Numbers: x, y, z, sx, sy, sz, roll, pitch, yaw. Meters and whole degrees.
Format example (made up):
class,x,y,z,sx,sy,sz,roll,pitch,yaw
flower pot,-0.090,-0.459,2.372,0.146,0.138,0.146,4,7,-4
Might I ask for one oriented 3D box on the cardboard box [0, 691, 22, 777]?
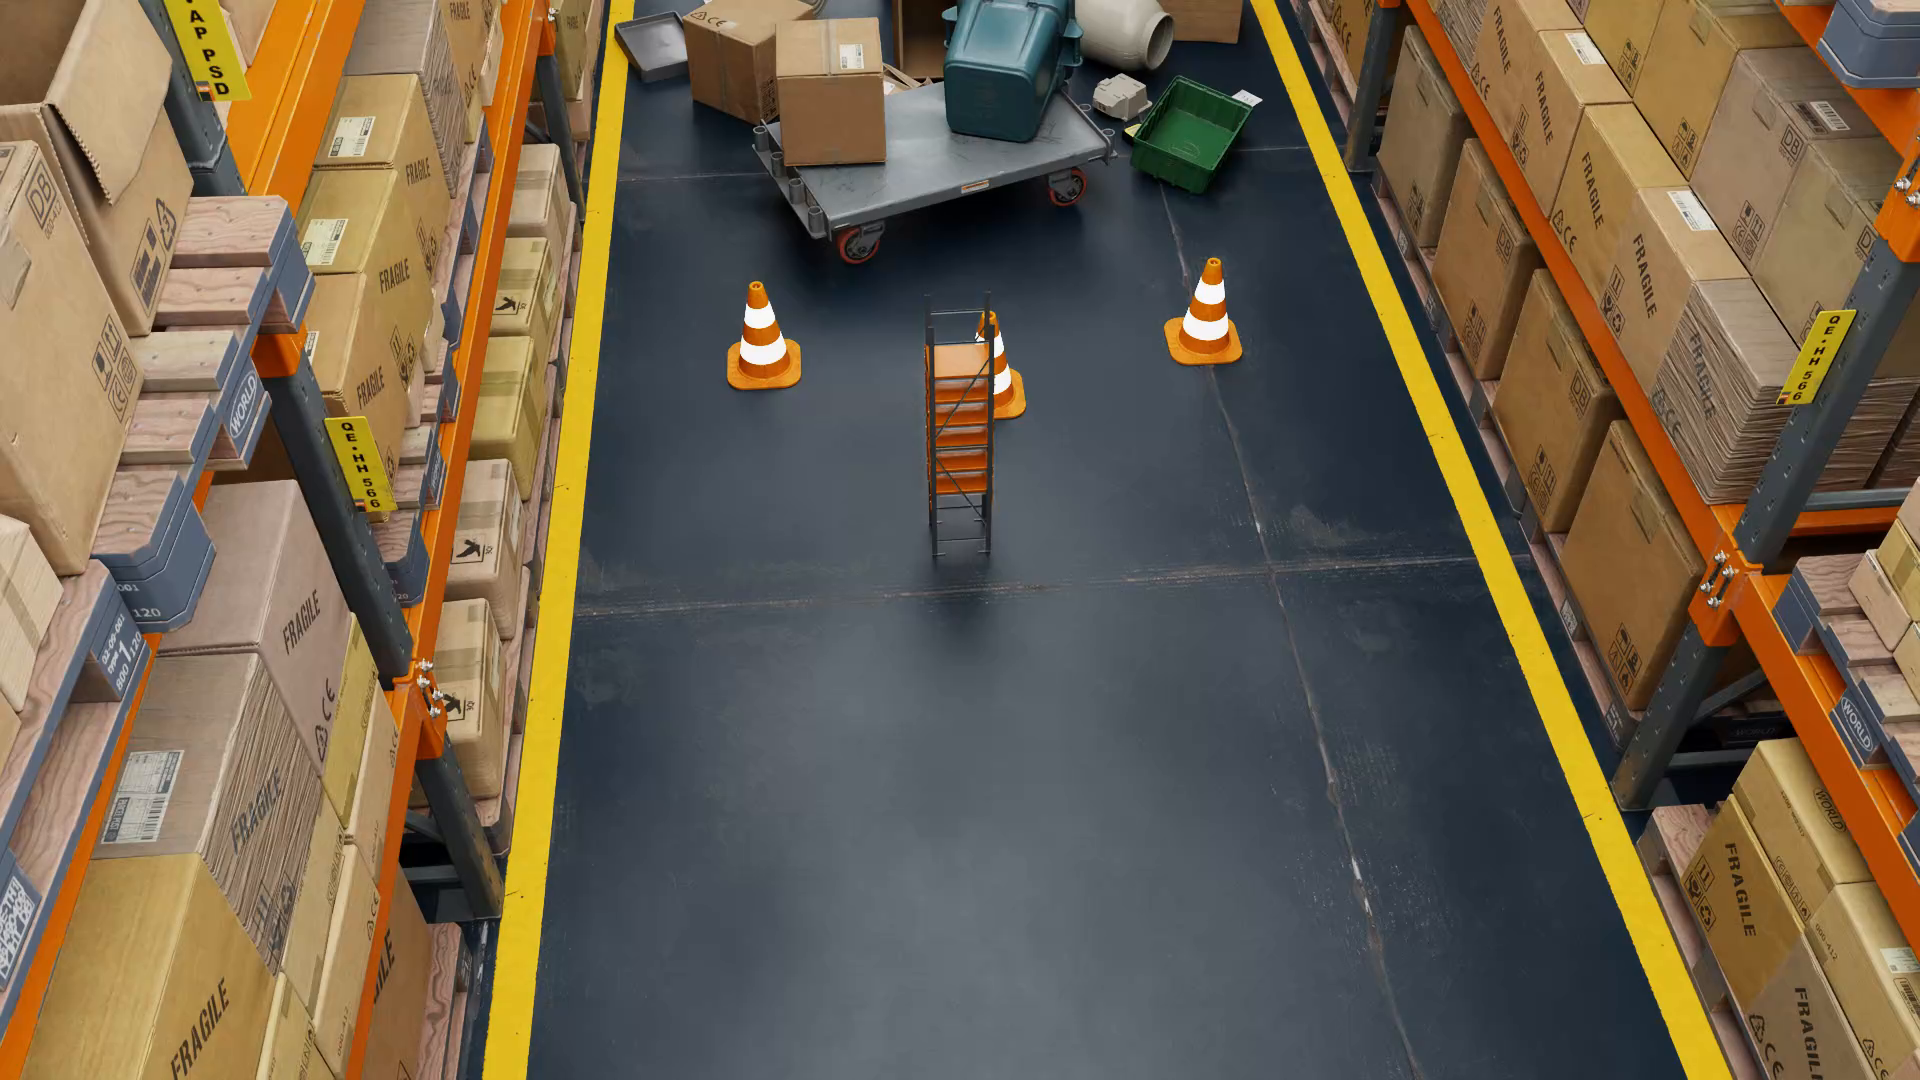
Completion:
class,x,y,z,sx,sy,sz,roll,pitch,yaw
cardboard box,-1.627,0.294,2.118,0.500,0.500,0.500,-3,47,-3

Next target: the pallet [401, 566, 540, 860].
class,x,y,z,sx,sy,sz,roll,pitch,yaw
pallet,-2.128,0.640,6.135,1.003,0.211,1.213,-3,47,-3

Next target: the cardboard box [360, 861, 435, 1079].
class,x,y,z,sx,sy,sz,roll,pitch,yaw
cardboard box,-2.089,1.338,4.728,0.875,0.875,0.875,-4,47,-4

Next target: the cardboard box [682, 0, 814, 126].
class,x,y,z,sx,sy,sz,roll,pitch,yaw
cardboard box,-1.132,-2.647,9.047,0.500,0.500,0.500,27,52,23

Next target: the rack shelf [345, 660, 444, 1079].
class,x,y,z,sx,sy,sz,roll,pitch,yaw
rack shelf,-1.896,1.941,3.478,1.077,0.370,4.000,-3,47,-3

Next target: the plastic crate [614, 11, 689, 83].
class,x,y,z,sx,sy,sz,roll,pitch,yaw
plastic crate,-1.713,-2.829,9.511,0.402,0.080,0.583,-19,49,-17

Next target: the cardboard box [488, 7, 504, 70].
class,x,y,z,sx,sy,sz,roll,pitch,yaw
cardboard box,-2.019,-1.974,6.574,0.380,0.149,0.250,-4,47,-4

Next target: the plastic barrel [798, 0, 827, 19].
class,x,y,z,sx,sy,sz,roll,pitch,yaw
plastic barrel,-1.052,-3.253,9.676,0.512,0.421,0.421,27,52,23

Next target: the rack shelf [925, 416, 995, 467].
class,x,y,z,sx,sy,sz,roll,pitch,yaw
rack shelf,-0.001,-0.392,6.493,0.258,0.103,0.180,-3,47,-3

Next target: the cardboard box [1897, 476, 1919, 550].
class,x,y,z,sx,sy,sz,roll,pitch,yaw
cardboard box,2.707,-0.041,4.333,0.380,0.149,0.250,-3,47,-3

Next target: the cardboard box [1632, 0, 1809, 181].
class,x,y,z,sx,sy,sz,roll,pitch,yaw
cardboard box,2.744,-1.568,5.548,0.700,0.500,0.500,-4,47,-4

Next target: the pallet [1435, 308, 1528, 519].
class,x,y,z,sx,sy,sz,roll,pitch,yaw
pallet,2.771,-0.624,7.332,1.003,0.211,1.213,-3,47,-3

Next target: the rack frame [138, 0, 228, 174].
class,x,y,z,sx,sy,sz,roll,pitch,yaw
rack frame,-2.064,-1.816,2.409,1.000,3.000,0.127,-3,47,-3

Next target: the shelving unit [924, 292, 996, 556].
class,x,y,z,sx,sy,sz,roll,pitch,yaw
shelving unit,-0.001,-0.423,6.461,0.258,1.200,0.189,-3,47,-3

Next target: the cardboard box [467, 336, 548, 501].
class,x,y,z,sx,sy,sz,roll,pitch,yaw
cardboard box,-2.229,-0.486,6.801,0.950,0.372,0.625,-2,47,-2

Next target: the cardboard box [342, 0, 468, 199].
class,x,y,z,sx,sy,sz,roll,pitch,yaw
cardboard box,-2.007,-1.497,5.675,0.500,0.500,0.500,-5,47,-5

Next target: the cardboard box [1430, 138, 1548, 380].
class,x,y,z,sx,sy,sz,roll,pitch,yaw
cardboard box,2.744,-1.250,7.265,1.050,0.750,0.750,-3,47,-3

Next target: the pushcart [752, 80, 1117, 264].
class,x,y,z,sx,sy,sz,roll,pitch,yaw
pushcart,-0.131,-1.920,8.445,1.648,0.377,0.936,-19,49,-17

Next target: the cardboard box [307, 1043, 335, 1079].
class,x,y,z,sx,sy,sz,roll,pitch,yaw
cardboard box,-1.678,1.382,3.615,0.500,0.250,0.500,-4,47,-4

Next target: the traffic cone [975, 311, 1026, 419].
class,x,y,z,sx,sy,sz,roll,pitch,yaw
traffic cone,0.121,-0.814,7.339,0.336,0.463,0.334,-3,47,-3

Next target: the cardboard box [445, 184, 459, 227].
class,x,y,z,sx,sy,sz,roll,pitch,yaw
cardboard box,-1.993,-1.230,5.869,0.380,0.149,0.250,-2,47,-2

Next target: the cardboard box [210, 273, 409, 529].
class,x,y,z,sx,sy,sz,roll,pitch,yaw
cardboard box,-1.871,-0.374,4.612,0.500,0.500,0.500,-5,47,-4

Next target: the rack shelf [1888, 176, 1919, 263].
class,x,y,z,sx,sy,sz,roll,pitch,yaw
rack shelf,3.028,0.536,2.743,1.077,0.370,4.000,-3,47,-3

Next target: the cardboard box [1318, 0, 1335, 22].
class,x,y,z,sx,sy,sz,roll,pitch,yaw
cardboard box,2.464,-3.546,9.353,0.875,0.875,0.875,-3,47,-3

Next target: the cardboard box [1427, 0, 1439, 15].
class,x,y,z,sx,sy,sz,roll,pitch,yaw
cardboard box,2.302,-2.659,7.270,0.500,0.500,0.500,-3,47,-3

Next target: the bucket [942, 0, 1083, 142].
class,x,y,z,sx,sy,sz,roll,pitch,yaw
bucket,0.217,-2.377,8.279,0.726,0.611,0.620,11,58,10

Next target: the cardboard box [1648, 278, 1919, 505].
class,x,y,z,sx,sy,sz,roll,pitch,yaw
cardboard box,2.555,-0.471,5.198,0.500,0.500,0.500,-3,47,-3

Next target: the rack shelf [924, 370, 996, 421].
class,x,y,z,sx,sy,sz,roll,pitch,yaw
rack shelf,-0.001,-0.558,6.319,0.258,0.103,0.180,-3,47,-3

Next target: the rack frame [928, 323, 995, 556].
class,x,y,z,sx,sy,sz,roll,pitch,yaw
rack frame,0.006,-0.357,6.398,0.240,1.200,0.006,-3,47,-3

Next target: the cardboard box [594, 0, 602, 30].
class,x,y,z,sx,sy,sz,roll,pitch,yaw
cardboard box,-2.282,-3.059,9.322,0.500,0.250,0.500,-4,47,-4

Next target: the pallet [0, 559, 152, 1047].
class,x,y,z,sx,sy,sz,roll,pitch,yaw
pallet,-1.860,0.552,2.362,1.003,0.211,1.213,-2,47,-1

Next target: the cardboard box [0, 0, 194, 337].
class,x,y,z,sx,sy,sz,roll,pitch,yaw
cardboard box,-1.882,-0.701,3.058,0.797,0.503,0.637,-6,47,-6

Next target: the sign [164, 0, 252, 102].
class,x,y,z,sx,sy,sz,roll,pitch,yaw
sign,-1.510,-1.018,3.308,0.100,0.325,0.005,-3,47,-3

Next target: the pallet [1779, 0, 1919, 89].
class,x,y,z,sx,sy,sz,roll,pitch,yaw
pallet,2.754,-1.556,4.359,1.213,0.211,1.003,-2,47,-1

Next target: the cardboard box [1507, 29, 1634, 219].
class,x,y,z,sx,sy,sz,roll,pitch,yaw
cardboard box,2.426,-1.564,6.233,0.500,0.500,0.500,-3,47,-3

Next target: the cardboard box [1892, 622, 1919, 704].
class,x,y,z,sx,sy,sz,roll,pitch,yaw
cardboard box,2.719,0.345,4.378,0.380,0.149,0.250,-1,47,-1

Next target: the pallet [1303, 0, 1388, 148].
class,x,y,z,sx,sy,sz,roll,pitch,yaw
pallet,2.540,-2.617,9.220,1.003,0.211,1.213,-3,47,-3

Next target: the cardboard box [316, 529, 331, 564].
class,x,y,z,sx,sy,sz,roll,pitch,yaw
cardboard box,-1.906,-0.058,4.759,0.380,0.149,0.250,-6,47,-6

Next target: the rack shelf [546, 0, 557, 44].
class,x,y,z,sx,sy,sz,roll,pitch,yaw
rack shelf,-2.566,-3.847,8.959,1.077,0.370,4.000,-3,47,-3

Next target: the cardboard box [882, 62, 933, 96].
class,x,y,z,sx,sy,sz,roll,pitch,yaw
cardboard box,-0.328,-2.427,9.002,0.258,0.266,0.396,-36,56,-29

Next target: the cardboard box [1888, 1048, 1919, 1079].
class,x,y,z,sx,sy,sz,roll,pitch,yaw
cardboard box,2.748,1.569,4.250,0.500,0.250,0.500,-3,47,-3

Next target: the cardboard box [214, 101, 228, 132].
class,x,y,z,sx,sy,sz,roll,pitch,yaw
cardboard box,-1.921,-0.937,3.815,0.380,0.149,0.250,-3,47,-3

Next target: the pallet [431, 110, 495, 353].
class,x,y,z,sx,sy,sz,roll,pitch,yaw
pallet,-2.270,-1.117,6.011,1.003,0.211,1.213,-3,47,-3

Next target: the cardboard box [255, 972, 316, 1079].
class,x,y,z,sx,sy,sz,roll,pitch,yaw
cardboard box,-1.660,1.201,3.442,0.500,0.250,0.500,-5,47,-4

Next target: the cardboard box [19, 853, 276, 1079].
class,x,y,z,sx,sy,sz,roll,pitch,yaw
cardboard box,-1.674,0.957,3.157,0.500,0.500,0.500,-3,47,-3
